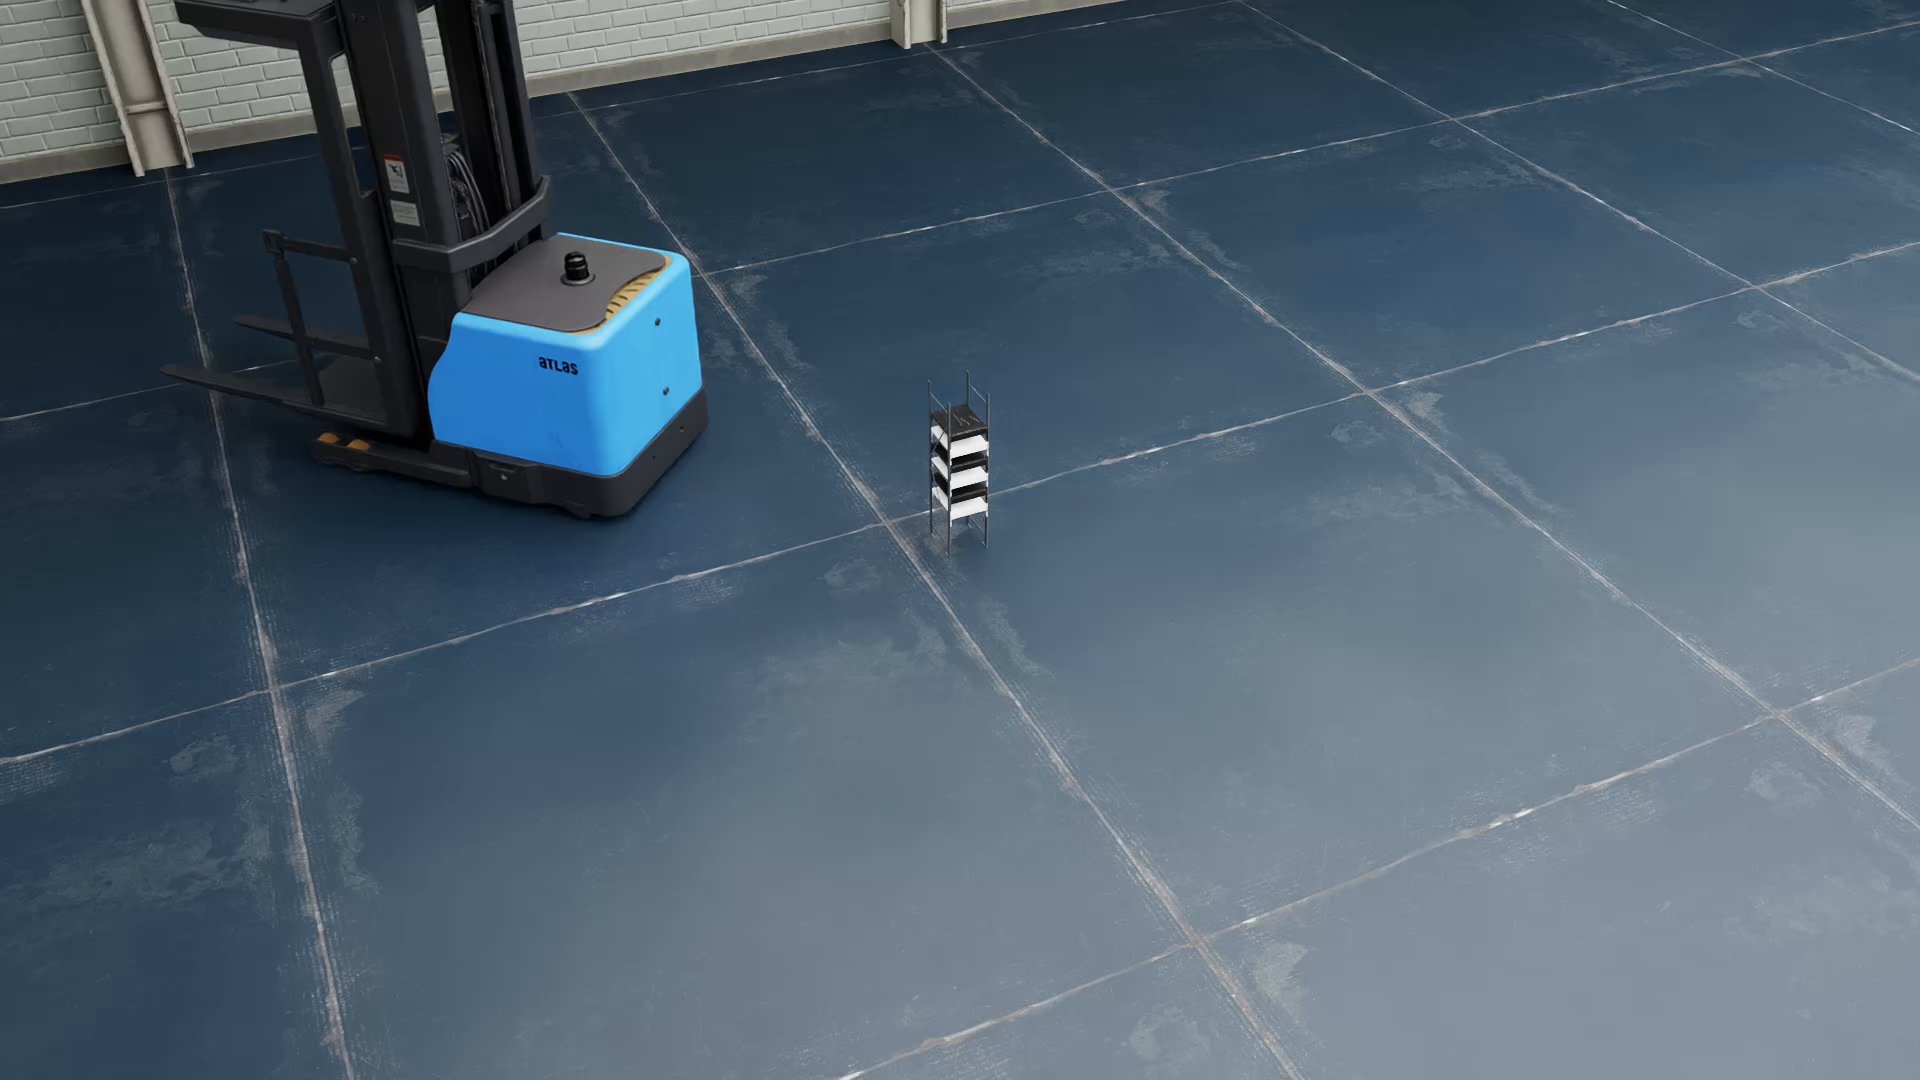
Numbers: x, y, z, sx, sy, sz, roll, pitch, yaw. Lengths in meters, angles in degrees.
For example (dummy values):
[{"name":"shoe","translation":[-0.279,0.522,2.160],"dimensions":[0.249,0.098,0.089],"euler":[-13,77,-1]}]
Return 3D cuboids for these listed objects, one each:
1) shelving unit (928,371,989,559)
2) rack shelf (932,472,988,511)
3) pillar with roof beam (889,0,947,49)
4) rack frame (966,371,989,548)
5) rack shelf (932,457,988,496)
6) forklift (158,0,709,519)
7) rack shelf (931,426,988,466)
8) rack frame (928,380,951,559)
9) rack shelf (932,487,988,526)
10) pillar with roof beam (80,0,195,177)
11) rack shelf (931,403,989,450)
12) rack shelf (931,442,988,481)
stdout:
[{"name":"shelving unit","translation":[-0.007,-0.359,8.122],"dimensions":[0.210,0.900,0.258],"euler":[-16,39,-20]},{"name":"rack shelf","translation":[-0.007,-0.260,8.196],"dimensions":[0.200,0.077,0.258],"euler":[-16,39,-20]},{"name":"pillar with roof beam","translation":[1.478,-5.543,8.313],"dimensions":[0.400,9.000,9.100],"euler":[-16,39,-20]},{"name":"rack frame","translation":[0.085,-0.385,8.157],"dimensions":[0.006,0.900,0.240],"euler":[-16,39,-20]},{"name":"rack shelf","translation":[-0.007,-0.333,8.142],"dimensions":[0.200,0.077,0.258],"euler":[-16,39,-20]},{"name":"forklift","translation":[-2.954,-1.824,8.392],"dimensions":[3.031,2.935,1.130],"euler":[12,38,16]},{"name":"rack shelf","translation":[-0.007,-0.477,8.035],"dimensions":[0.200,0.077,0.258],"euler":[-16,39,-20]},{"name":"rack frame","translation":[-0.099,-0.334,8.088],"dimensions":[0.006,0.900,0.240],"euler":[-16,39,-20]},{"name":"rack shelf","translation":[-0.007,-0.188,8.249],"dimensions":[0.200,0.077,0.258],"euler":[-16,39,-20]},{"name":"pillar with roof beam","translation":[-3.953,-4.024,6.265],"dimensions":[0.400,9.000,9.100],"euler":[-16,39,-20]},{"name":"rack shelf","translation":[-0.007,-0.549,7.981],"dimensions":[0.200,0.077,0.258],"euler":[-16,39,-20]},{"name":"rack shelf","translation":[-0.007,-0.405,8.088],"dimensions":[0.200,0.077,0.258],"euler":[-16,39,-20]}]
